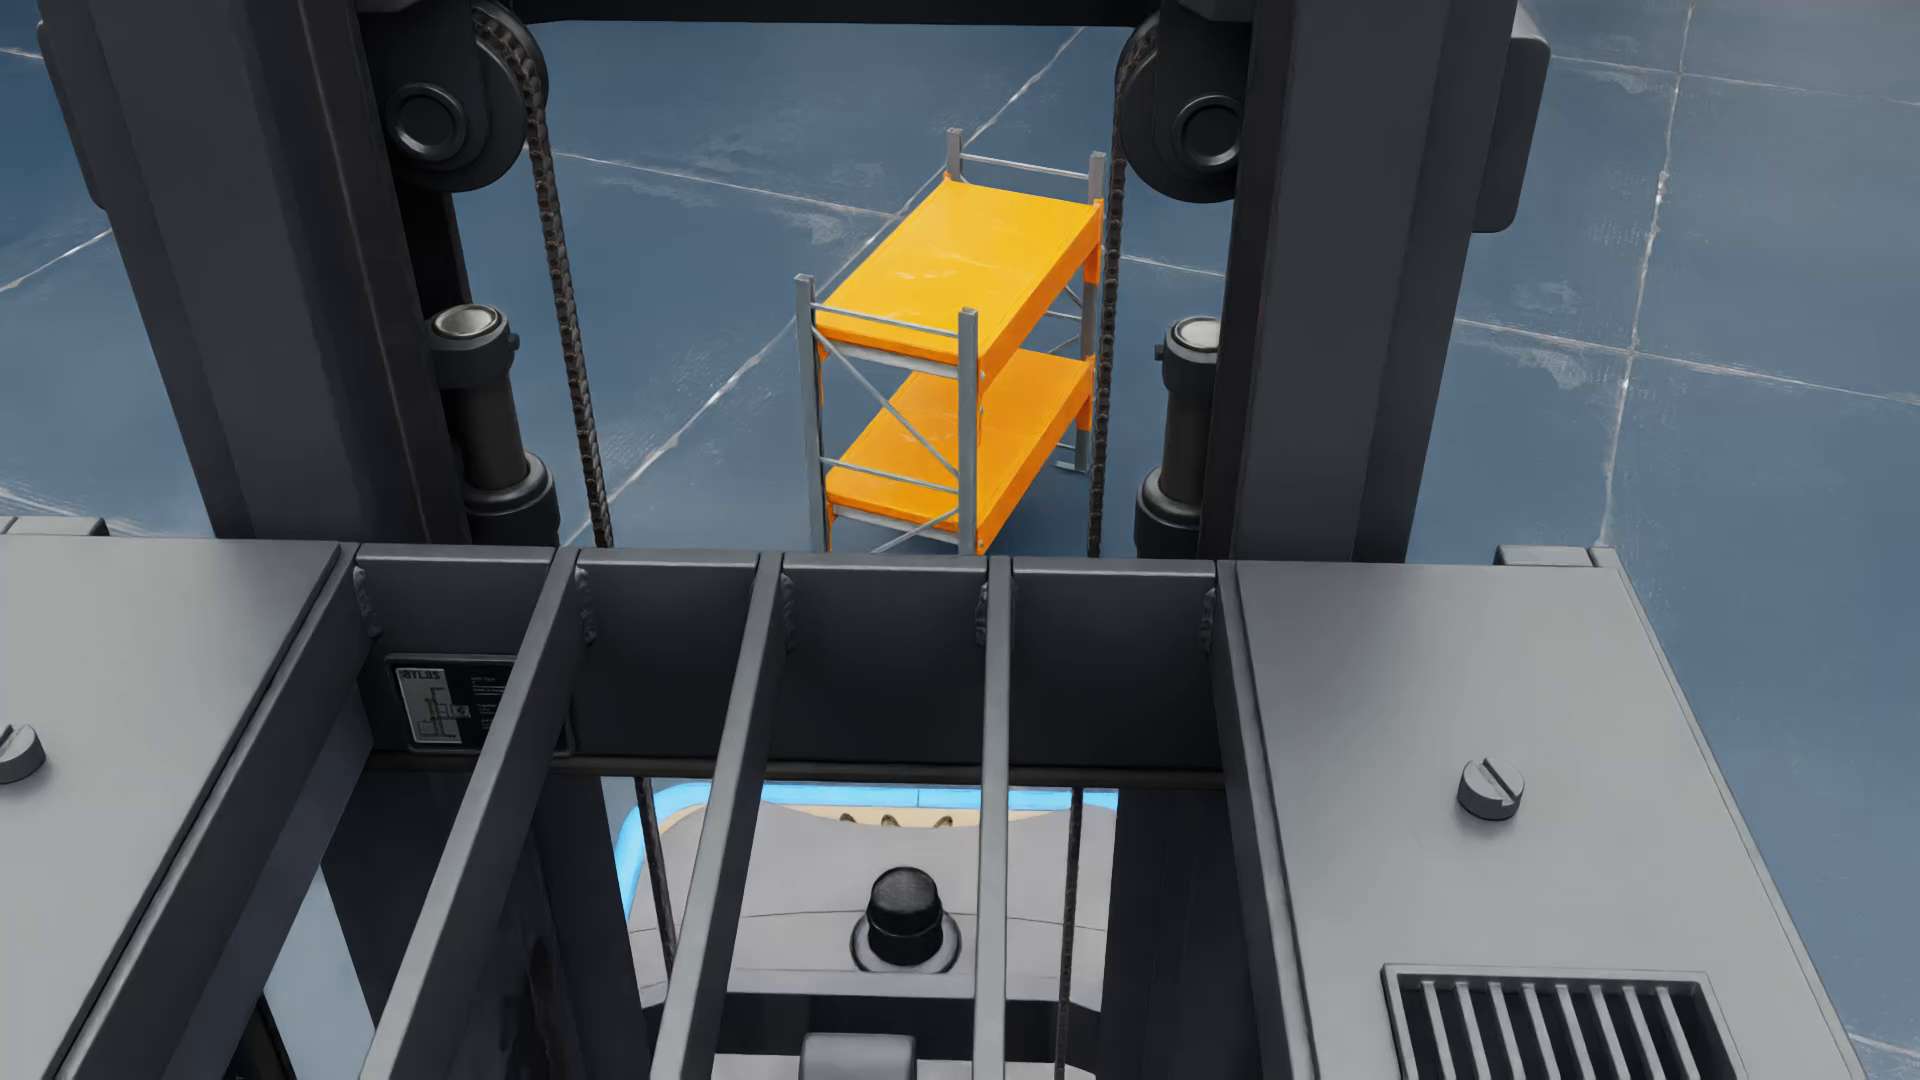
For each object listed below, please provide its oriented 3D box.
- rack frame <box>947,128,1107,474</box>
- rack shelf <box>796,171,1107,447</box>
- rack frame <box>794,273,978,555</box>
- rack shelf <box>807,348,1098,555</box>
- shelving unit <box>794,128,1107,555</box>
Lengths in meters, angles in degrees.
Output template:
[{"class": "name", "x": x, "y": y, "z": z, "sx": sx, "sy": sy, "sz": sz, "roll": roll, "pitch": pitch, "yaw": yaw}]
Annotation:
[{"class": "rack frame", "x": 0.196, "y": -0.736, "z": 5.295, "sx": 0.500, "sy": 1.125, "sz": 0.032, "roll": 14, "pitch": 39, "yaw": 18}, {"class": "rack shelf", "x": 0.003, "y": -0.689, "z": 4.743, "sx": 0.538, "sy": 0.278, "sz": 1.000, "roll": 14, "pitch": 39, "yaw": 18}, {"class": "rack frame", "x": -0.191, "y": -0.173, "z": 4.542, "sx": 0.500, "sy": 1.125, "sz": 0.032, "roll": 14, "pitch": 39, "yaw": 18}, {"class": "rack shelf", "x": 0.003, "y": -0.258, "z": 5.065, "sx": 0.538, "sy": 0.278, "sz": 1.000, "roll": 14, "pitch": 39, "yaw": 18}, {"class": "shelving unit", "x": 0.003, "y": -0.454, "z": 4.918, "sx": 0.538, "sy": 1.125, "sz": 1.048, "roll": 14, "pitch": 39, "yaw": 18}]
